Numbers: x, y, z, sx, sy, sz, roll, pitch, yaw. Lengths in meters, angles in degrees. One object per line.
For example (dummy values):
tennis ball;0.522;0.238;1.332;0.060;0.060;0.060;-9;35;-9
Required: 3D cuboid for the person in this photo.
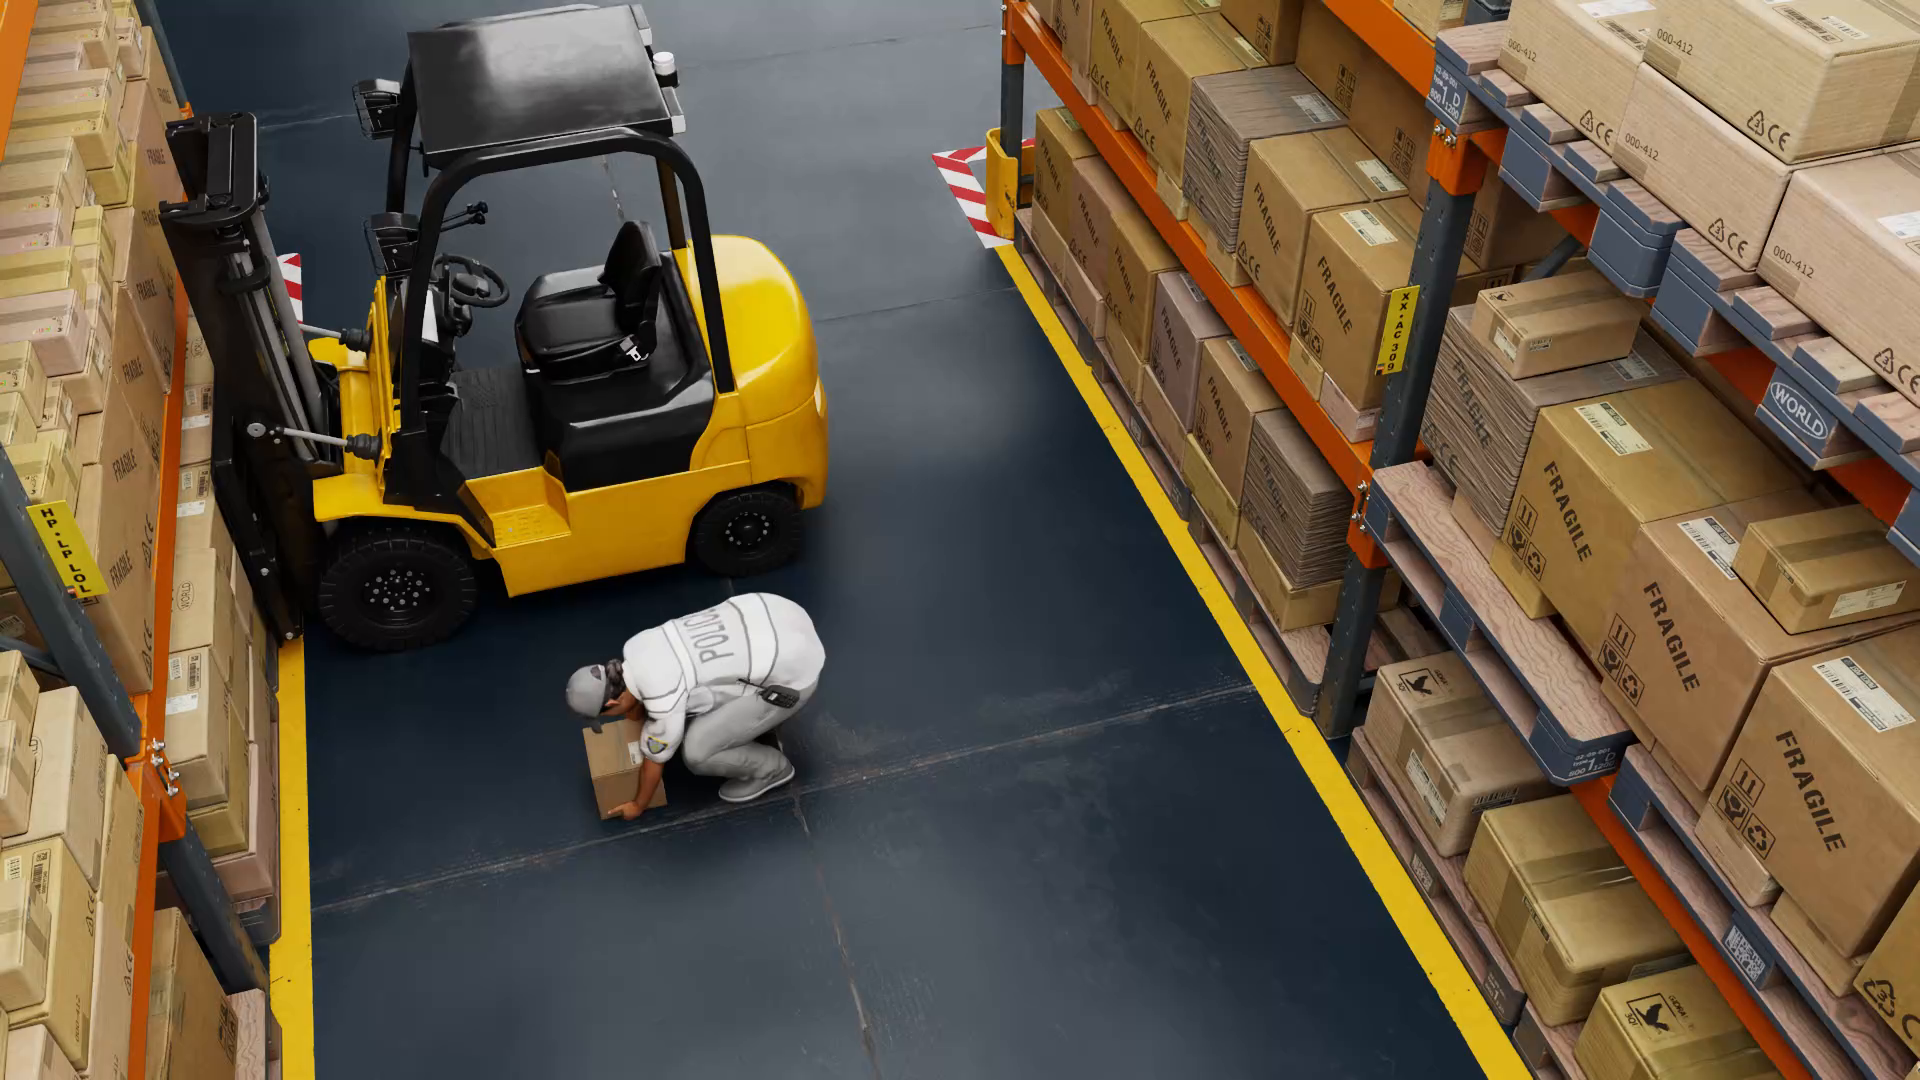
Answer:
person;-0.953;0.613;6.181;0.918;0.763;0.508;-13;44;-14
